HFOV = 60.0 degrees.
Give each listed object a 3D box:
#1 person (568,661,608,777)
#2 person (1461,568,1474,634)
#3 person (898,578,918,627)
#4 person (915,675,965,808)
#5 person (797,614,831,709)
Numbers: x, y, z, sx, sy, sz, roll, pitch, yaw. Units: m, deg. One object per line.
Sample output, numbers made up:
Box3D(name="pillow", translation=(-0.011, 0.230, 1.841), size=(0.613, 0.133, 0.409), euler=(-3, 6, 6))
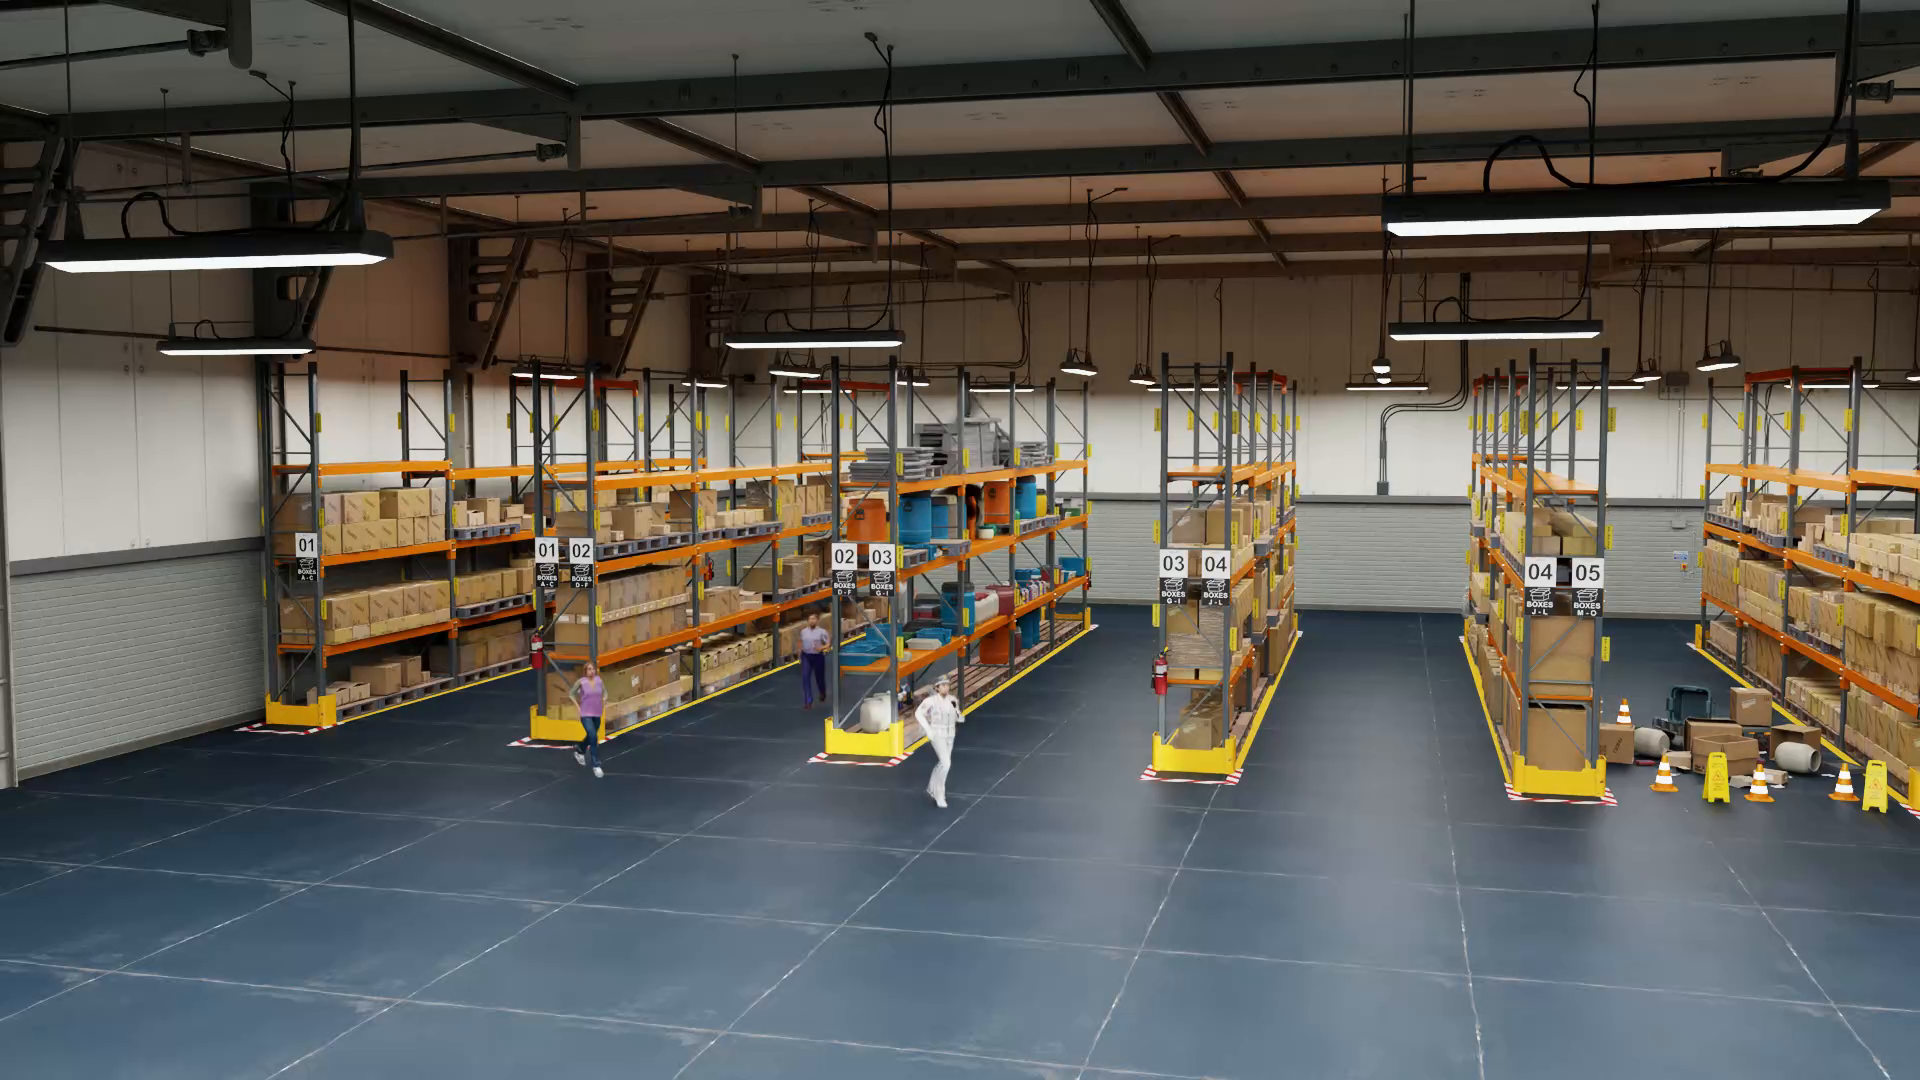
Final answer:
Box3D(name="person", translation=(-5.287, 2.529, 23.791), size=(0.524, 1.613, 0.820), euler=(-3, 5, -40))
Box3D(name="person", translation=(12.185, 1.462, 39.266), size=(0.603, 1.616, 0.693), euler=(1, 4, 13))
Box3D(name="person", translation=(-1.256, 1.530, 37.340), size=(0.566, 1.684, 0.956), euler=(1, 4, 8))
Box3D(name="person", translation=(-0.224, 2.624, 21.863), size=(0.602, 1.743, 0.713), euler=(-3, 5, -37))
Box3D(name="person", translation=(-2.547, 2.082, 28.799), size=(0.620, 1.608, 0.785), euler=(0, 4, 6))
